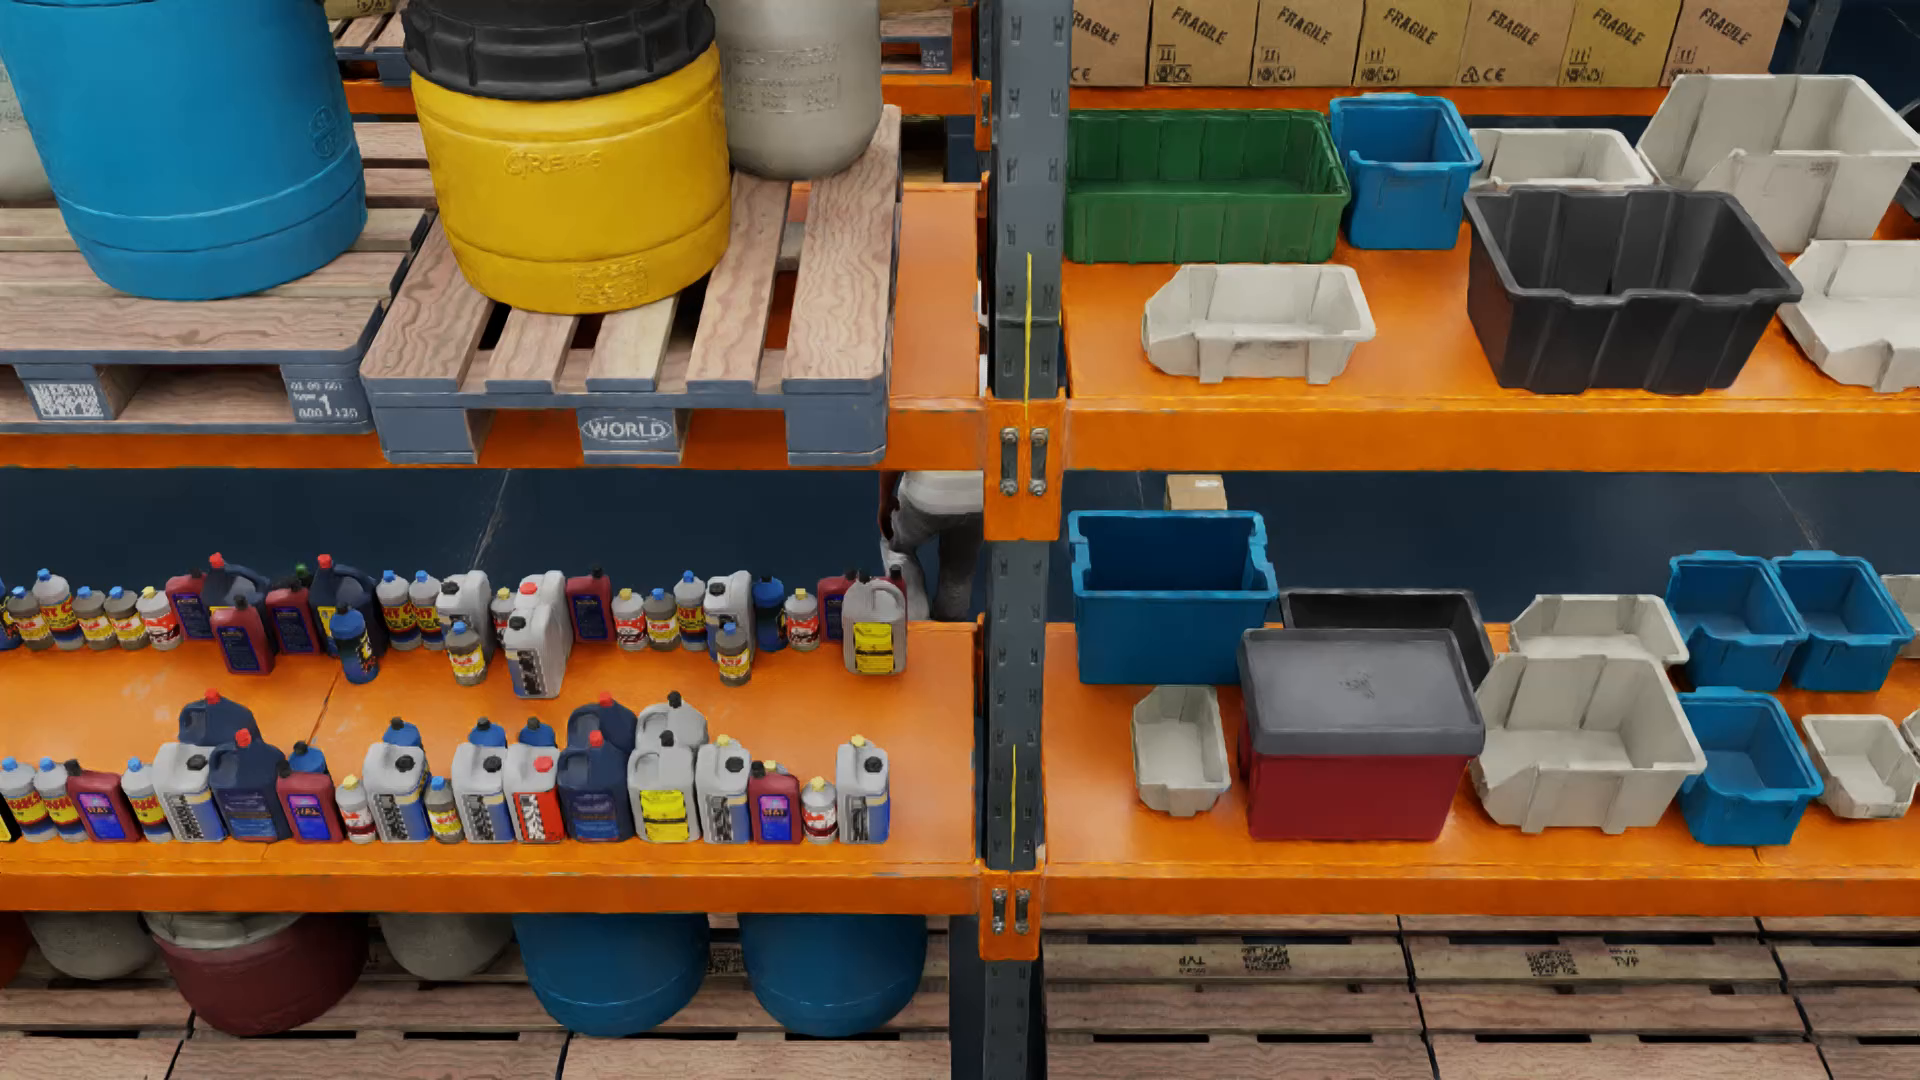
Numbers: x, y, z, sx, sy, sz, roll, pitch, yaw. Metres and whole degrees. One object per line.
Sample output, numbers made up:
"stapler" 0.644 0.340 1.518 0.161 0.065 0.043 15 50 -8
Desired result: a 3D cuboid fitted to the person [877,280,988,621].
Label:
"person" -0.011 -0.167 6.341 0.637 1.750 0.500 -10 40 -12
